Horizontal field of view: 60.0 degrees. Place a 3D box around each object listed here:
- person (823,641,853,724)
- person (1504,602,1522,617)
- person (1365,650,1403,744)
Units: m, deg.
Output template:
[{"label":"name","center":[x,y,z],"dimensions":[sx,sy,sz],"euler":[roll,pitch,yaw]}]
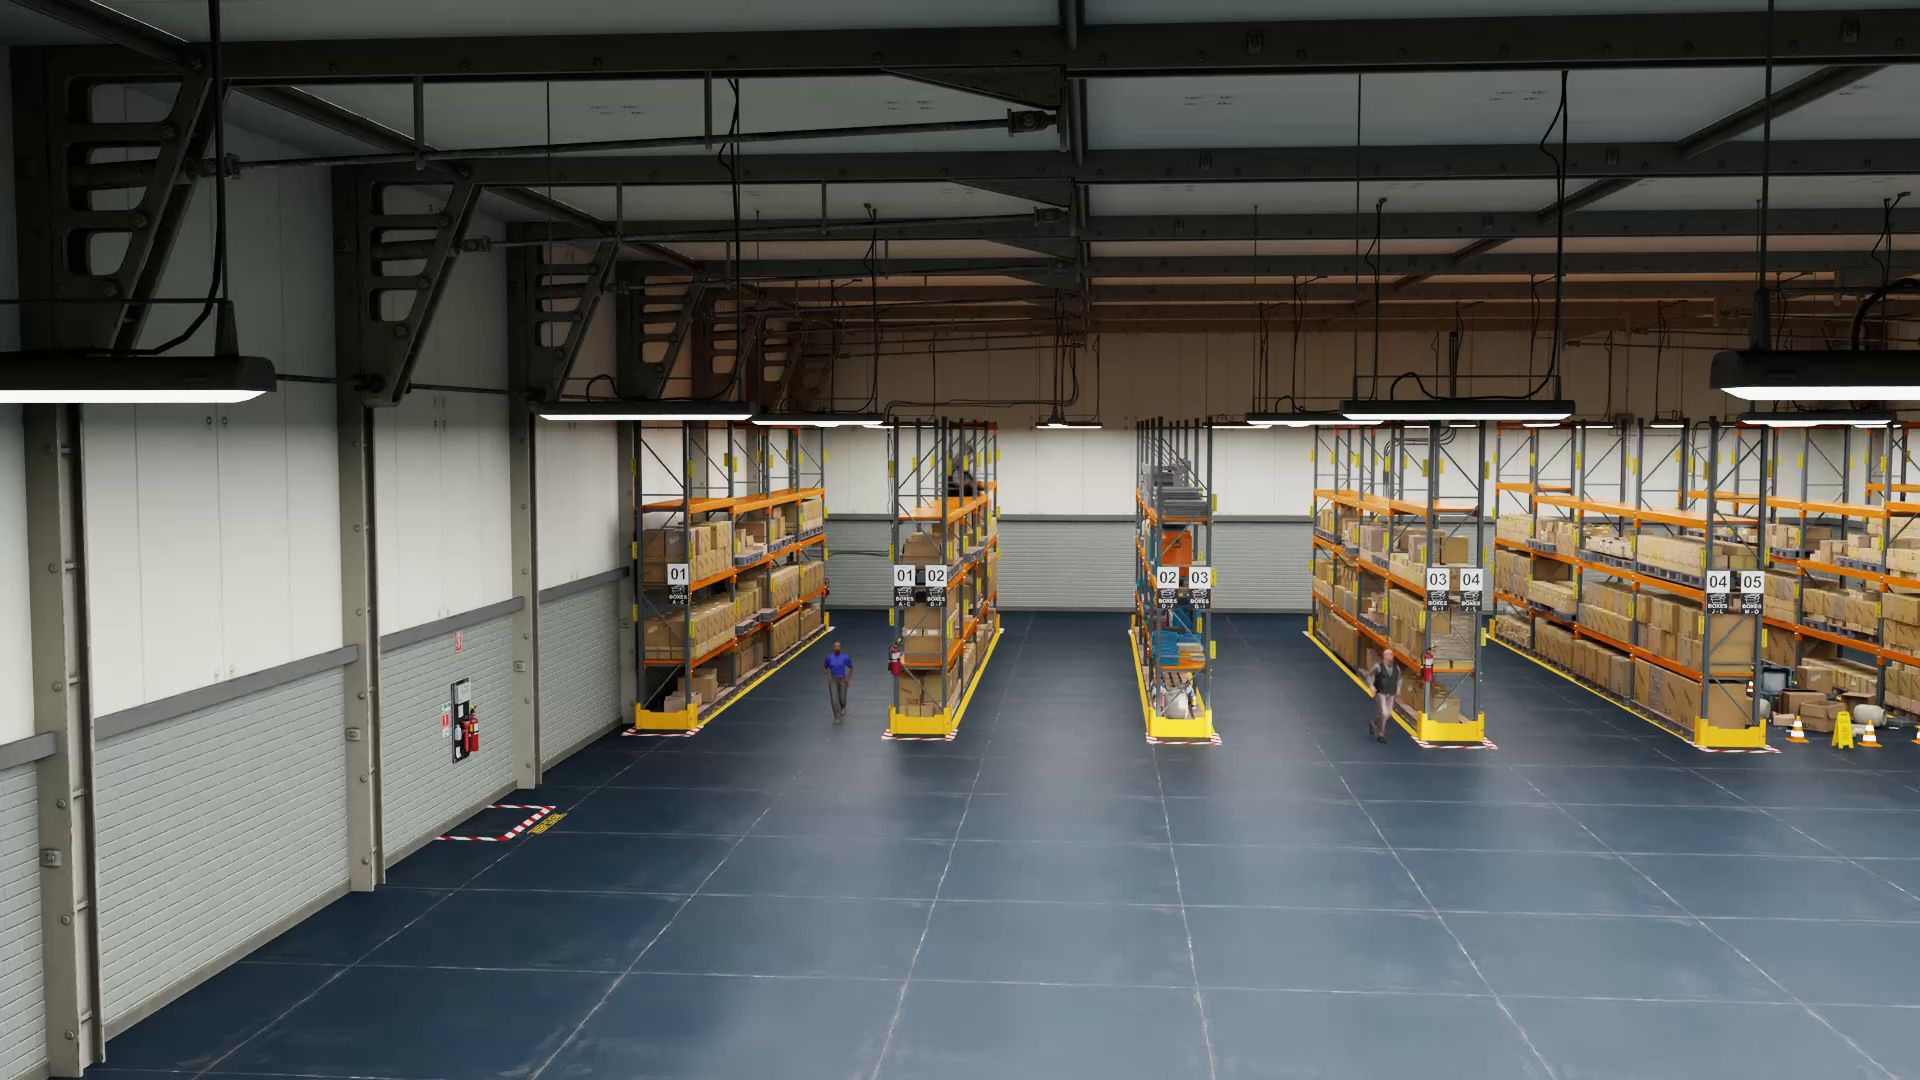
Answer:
[{"label":"person","center":[-2.392,2.787,32.614],"dimensions":[0.591,1.587,0.566],"euler":[0,4,0]},{"label":"person","center":[15.905,1.800,47.613],"dimensions":[0.495,1.677,0.958],"euler":[3,5,36]},{"label":"person","center":[7.869,2.878,30.823],"dimensions":[0.694,1.700,0.726],"euler":[-1,4,-14]}]
